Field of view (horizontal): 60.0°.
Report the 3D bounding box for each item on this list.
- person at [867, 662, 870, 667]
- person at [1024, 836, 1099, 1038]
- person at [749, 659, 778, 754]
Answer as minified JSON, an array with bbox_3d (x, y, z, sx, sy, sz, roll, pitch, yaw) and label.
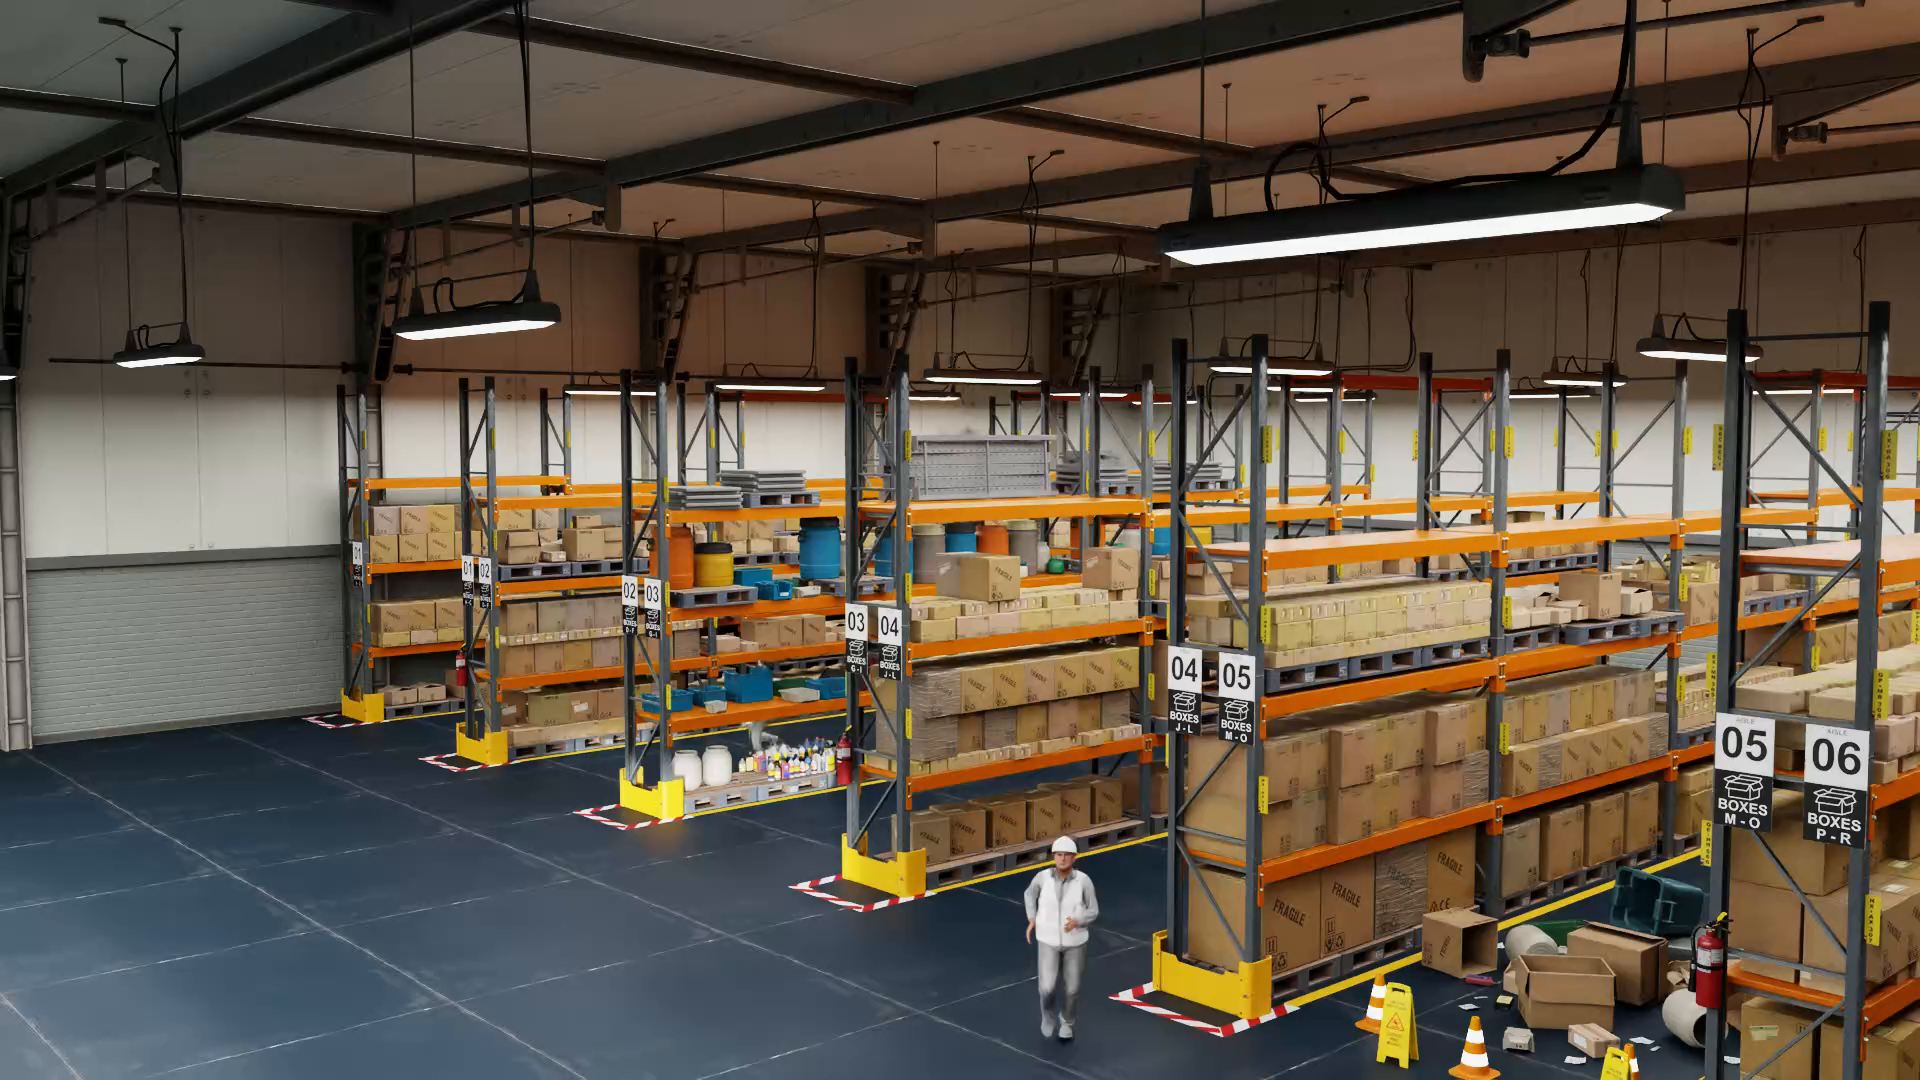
[{"bbox_3d":[-2.030,2.066,33.789,0.736,1.789,0.898,3,5,43],"label":"person"},{"bbox_3d":[0.845,3.363,13.960,0.641,1.733,0.646,0,4,5],"label":"person"},{"bbox_3d":[-3.026,2.655,25.686,0.642,1.658,0.615,-4,5,-45],"label":"person"}]
